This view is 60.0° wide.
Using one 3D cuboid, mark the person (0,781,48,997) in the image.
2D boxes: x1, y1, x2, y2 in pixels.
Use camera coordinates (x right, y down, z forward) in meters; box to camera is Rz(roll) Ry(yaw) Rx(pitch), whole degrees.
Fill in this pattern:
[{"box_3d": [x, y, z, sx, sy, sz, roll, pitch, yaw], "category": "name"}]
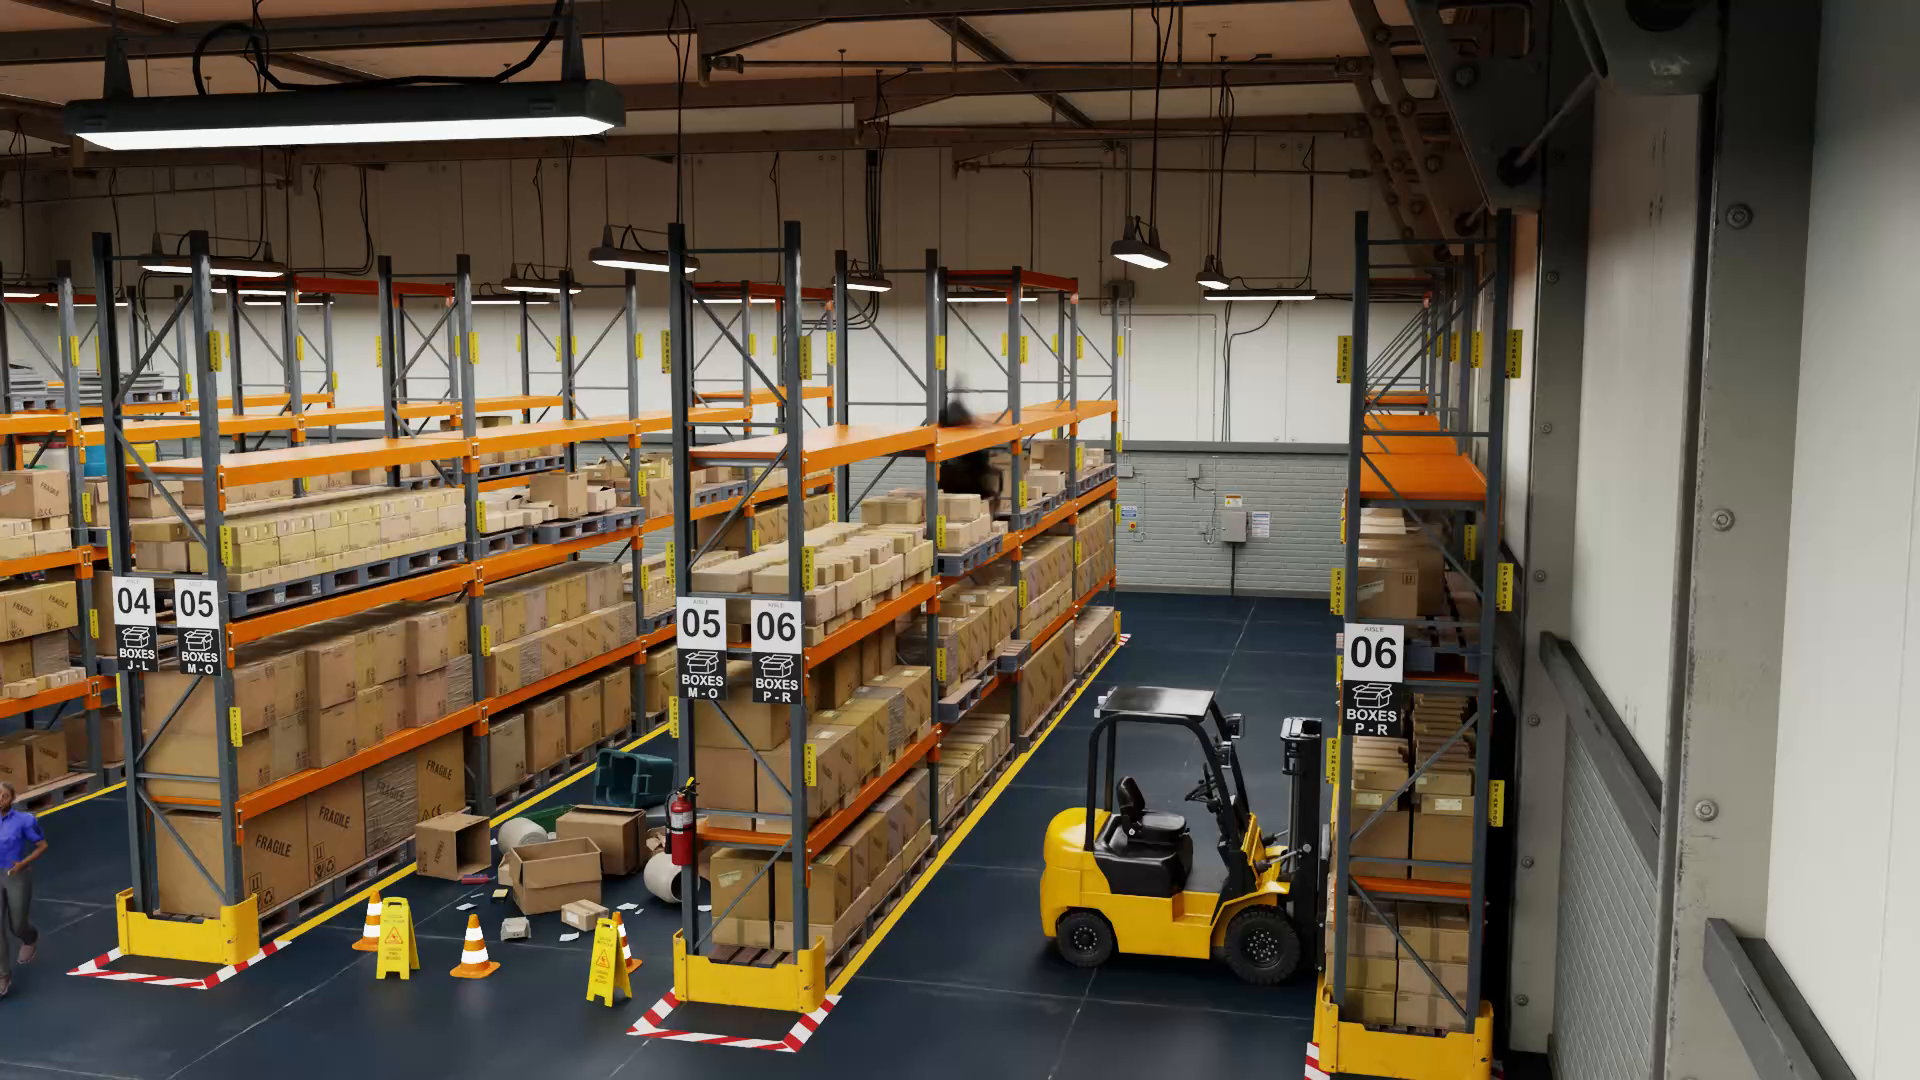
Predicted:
[{"box_3d": [-7.609, 2.730, 13.276, 0.599, 1.624, 0.827, -2, 7, -14], "category": "person"}]
